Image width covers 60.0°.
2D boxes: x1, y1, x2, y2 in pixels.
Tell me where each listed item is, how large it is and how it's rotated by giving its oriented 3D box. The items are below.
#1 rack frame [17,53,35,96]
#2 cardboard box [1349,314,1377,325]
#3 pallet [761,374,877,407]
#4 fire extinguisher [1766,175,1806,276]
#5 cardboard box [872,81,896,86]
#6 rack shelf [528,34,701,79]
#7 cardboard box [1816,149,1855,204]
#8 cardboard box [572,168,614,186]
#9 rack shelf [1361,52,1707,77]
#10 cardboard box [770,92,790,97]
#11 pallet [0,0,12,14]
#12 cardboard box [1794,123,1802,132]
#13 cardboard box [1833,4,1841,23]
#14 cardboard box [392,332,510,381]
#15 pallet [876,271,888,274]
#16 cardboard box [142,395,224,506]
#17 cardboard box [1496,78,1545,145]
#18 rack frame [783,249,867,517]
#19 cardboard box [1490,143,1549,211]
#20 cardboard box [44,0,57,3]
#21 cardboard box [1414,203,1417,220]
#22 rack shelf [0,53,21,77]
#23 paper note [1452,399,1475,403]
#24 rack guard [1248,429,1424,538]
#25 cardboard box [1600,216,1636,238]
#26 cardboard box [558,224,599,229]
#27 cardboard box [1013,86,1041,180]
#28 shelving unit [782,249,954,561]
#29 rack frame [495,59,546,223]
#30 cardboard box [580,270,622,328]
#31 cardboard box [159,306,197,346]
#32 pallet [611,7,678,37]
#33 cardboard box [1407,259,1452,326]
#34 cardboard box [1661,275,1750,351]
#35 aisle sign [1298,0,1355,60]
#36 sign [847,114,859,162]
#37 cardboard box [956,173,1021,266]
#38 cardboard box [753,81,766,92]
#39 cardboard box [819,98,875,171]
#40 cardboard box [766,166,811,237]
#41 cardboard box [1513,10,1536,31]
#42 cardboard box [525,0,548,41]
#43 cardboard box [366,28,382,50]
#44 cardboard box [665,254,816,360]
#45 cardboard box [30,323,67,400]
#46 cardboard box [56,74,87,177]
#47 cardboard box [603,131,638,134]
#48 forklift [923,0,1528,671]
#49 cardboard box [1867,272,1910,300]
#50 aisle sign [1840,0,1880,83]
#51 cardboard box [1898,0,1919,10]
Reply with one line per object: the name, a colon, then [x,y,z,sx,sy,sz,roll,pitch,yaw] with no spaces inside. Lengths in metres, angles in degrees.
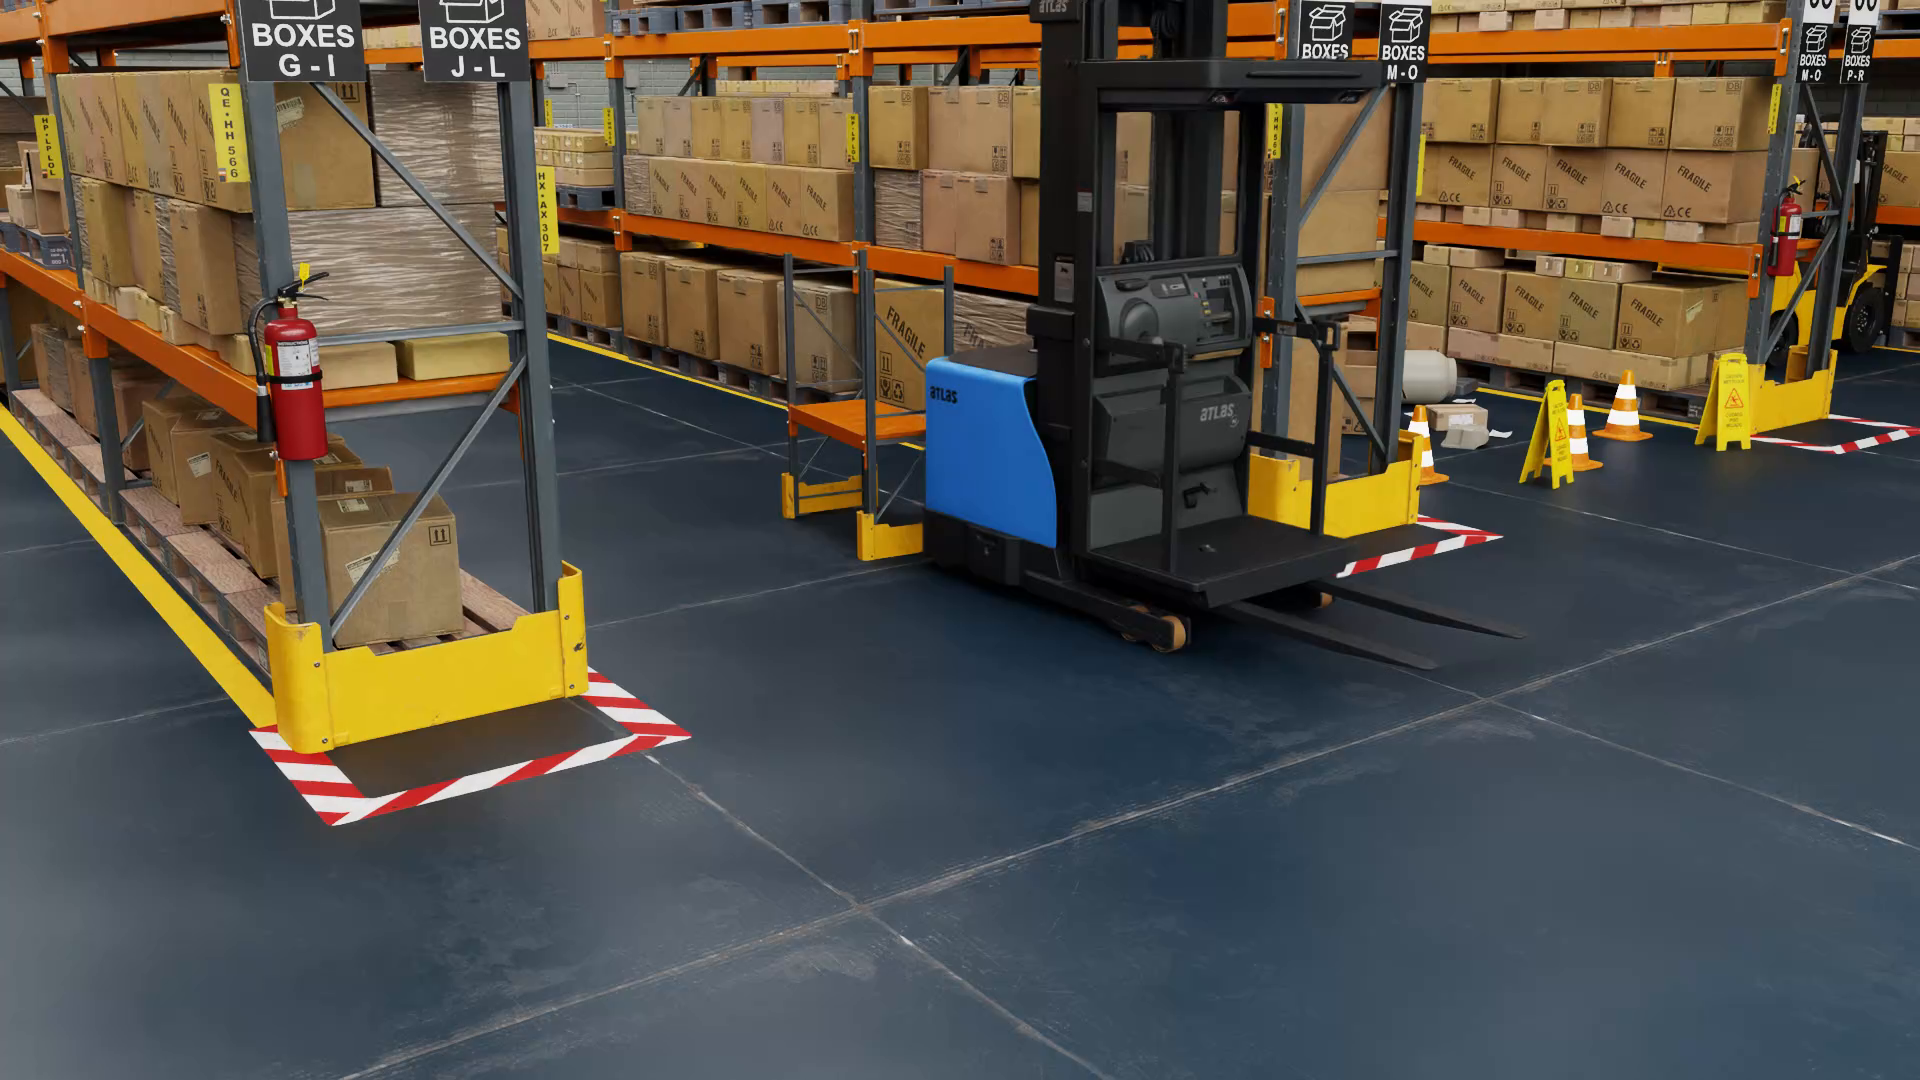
rack frame: [-9.083,-3.319,15.521,1.000,3.000,0.127,-11,19,-35]
cardboard box: [3.765,-1.858,14.594,0.500,0.250,0.500,-12,19,-37]
pallet: [-0.823,-1.167,12.941,1.003,0.211,1.213,-11,19,-35]
fire extinguisher: [5.683,-2.162,11.439,0.296,0.674,0.183,-11,19,-35]
cardboard box: [-1.043,-5.808,21.304,0.380,0.149,0.250,-11,19,-35]
rack shelf: [-3.836,-4.740,16.394,1.077,0.370,4.000,-11,19,-35]
cardboard box: [8.596,-3.506,16.014,0.500,0.500,0.500,-11,19,-34]
cardboard box: [-3.322,-3.329,15.236,0.380,0.149,0.250,-10,18,-34]
rack shelf: [6.473,-5.447,18.977,1.077,0.370,4.000,-11,19,-35]
cardboard box: [-2.167,-5.663,22.000,0.500,0.500,0.500,-11,19,-34]
pallet: [-5.269,-3.336,10.258,1.213,0.211,1.003,-11,19,-35]
cardboard box: [8.223,-4.094,16.370,0.380,0.149,0.250,-11,19,-35]
cardboard box: [6.056,-3.742,11.859,0.380,0.149,0.250,-11,19,-34]
cardboard box: [-2.003,-0.733,6.550,0.380,0.149,0.250,-11,19,-35]
pallet: [-0.553,-3.359,20.950,1.003,0.211,1.213,-11,19,-35]
cardboard box: [-4.177,-0.516,9.219,0.500,0.500,0.500,-12,19,-36]
cardboard box: [4.656,-3.374,13.076,0.700,0.500,0.500,-11,19,-35]
rack frame: [-0.751,-0.890,9.488,0.500,1.500,0.032,-8,17,-28]
cardboard box: [4.581,-2.886,13.186,0.500,0.500,0.500,-11,19,-34]
cardboard box: [-4.322,-2.850,8.407,0.500,0.250,0.500,-12,19,-37]
cardboard box: [3.933,-2.813,14.148,0.380,0.149,0.250,-11,19,-35]
rack shelf: [-10.259,-4.846,16.781,1.077,0.370,4.000,-11,19,-35]
paper note: [3.947,-1.095,13.018,0.148,0.019,0.142,10,18,33]
rack guard: [2.058,-0.294,9.204,1.175,0.500,0.348,-11,19,-35]
cardboard box: [5.047,-2.366,12.513,0.380,0.149,0.250,-10,18,-34]
cardboard box: [-4.078,-3.194,17.584,0.500,0.250,0.500,-10,18,-32]
cardboard box: [0.823,-2.520,10.273,0.875,0.550,0.500,-11,19,-35]
shelving unit: [-0.509,-0.775,9.066,0.587,1.500,1.083,-8,17,-28]
rack frame: [-5.012,-4.067,18.255,1.000,3.000,0.127,-11,19,-35]
cardboard box: [-3.259,-2.310,15.774,0.500,0.500,0.500,-11,19,-35]
cardboard box: [-3.329,-0.968,7.408,0.380,0.149,0.250,-11,19,-35]
pallet: [-2.239,-4.440,14.291,1.213,0.211,1.003,-10,18,-32]
cardboard box: [4.089,-2.107,14.084,0.500,0.500,0.500,-10,18,-32]
cardboard box: [5.723,-1.753,12.792,0.500,0.500,0.500,-12,19,-36]
aisle sign: [1.843,-2.697,8.324,0.394,0.787,0.004,-11,19,-35]
sign: [-0.741,-2.793,11.556,0.100,0.325,0.005,-11,19,-35]
cardboard box: [0.482,-2.107,10.809,0.875,0.550,0.550,-11,19,-35]
cardboard box: [-2.557,-6.098,22.363,0.380,0.149,0.250,-11,19,-36]
cardboard box: [-0.605,-2.995,12.253,0.700,0.500,0.500,-11,19,-35]
cardboard box: [-1.128,-2.585,12.650,0.500,0.500,0.500,-11,19,-35]
cardboard box: [4.529,-4.040,12.949,0.380,0.149,0.250,-11,19,-34]
cardboard box: [-3.797,-5.003,15.802,0.500,0.500,0.500,-11,19,-35]
cardboard box: [-6.687,-5.939,19.697,0.500,0.250,0.500,-12,19,-36]
cardboard box: [-1.858,-2.001,14.170,1.050,0.750,0.750,-11,19,-34]
cardboard box: [-6.321,-1.332,12.161,0.700,0.500,0.500,-12,19,-37]
cardboard box: [-4.321,-2.149,8.600,0.500,0.500,0.500,-11,19,-35]
cardboard box: [-3.231,-3.877,16.113,0.380,0.149,0.250,-12,19,-37]
forklift: [1.121,-1.066,7.420,1.130,2.935,3.031,-12,19,-37]
cardboard box: [8.855,-2.455,15.829,0.500,0.250,0.500,-11,19,-36]
aisle sign: [6.275,-3.584,11.563,0.394,0.787,0.004,-11,19,-35]
cardboard box: [9.022,-5.103,15.182,0.700,0.500,0.500,-11,19,-34]
